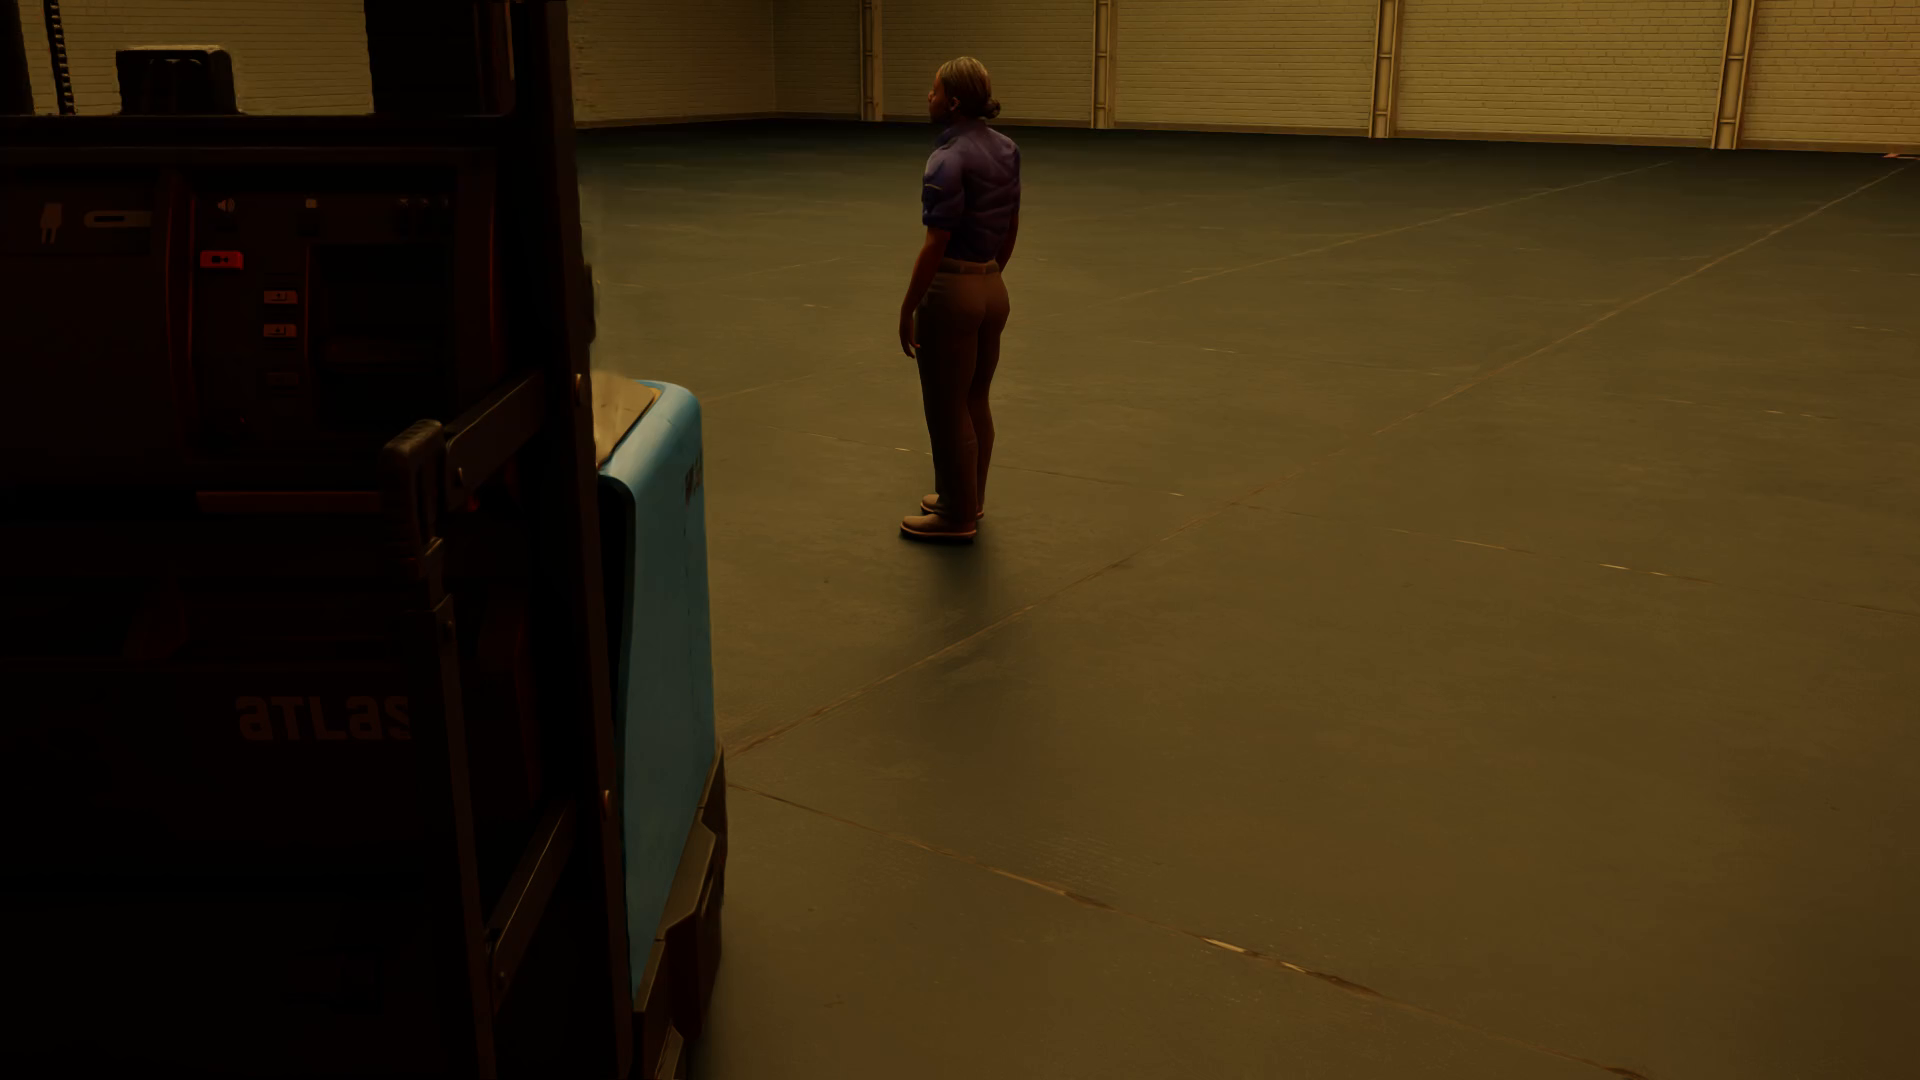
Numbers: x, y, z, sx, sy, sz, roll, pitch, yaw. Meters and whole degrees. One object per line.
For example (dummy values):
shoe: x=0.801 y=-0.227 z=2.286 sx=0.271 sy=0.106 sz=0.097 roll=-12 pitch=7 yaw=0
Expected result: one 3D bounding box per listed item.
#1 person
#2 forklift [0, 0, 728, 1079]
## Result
person: x=-0.055 y=-0.821 z=5.781 sx=0.504 sy=1.654 sz=0.548 roll=11 pitch=20 yaw=33
forklift: x=-1.000 y=-0.271 z=1.737 sx=1.130 sy=2.935 sz=3.031 roll=0 pitch=17 yaw=0
